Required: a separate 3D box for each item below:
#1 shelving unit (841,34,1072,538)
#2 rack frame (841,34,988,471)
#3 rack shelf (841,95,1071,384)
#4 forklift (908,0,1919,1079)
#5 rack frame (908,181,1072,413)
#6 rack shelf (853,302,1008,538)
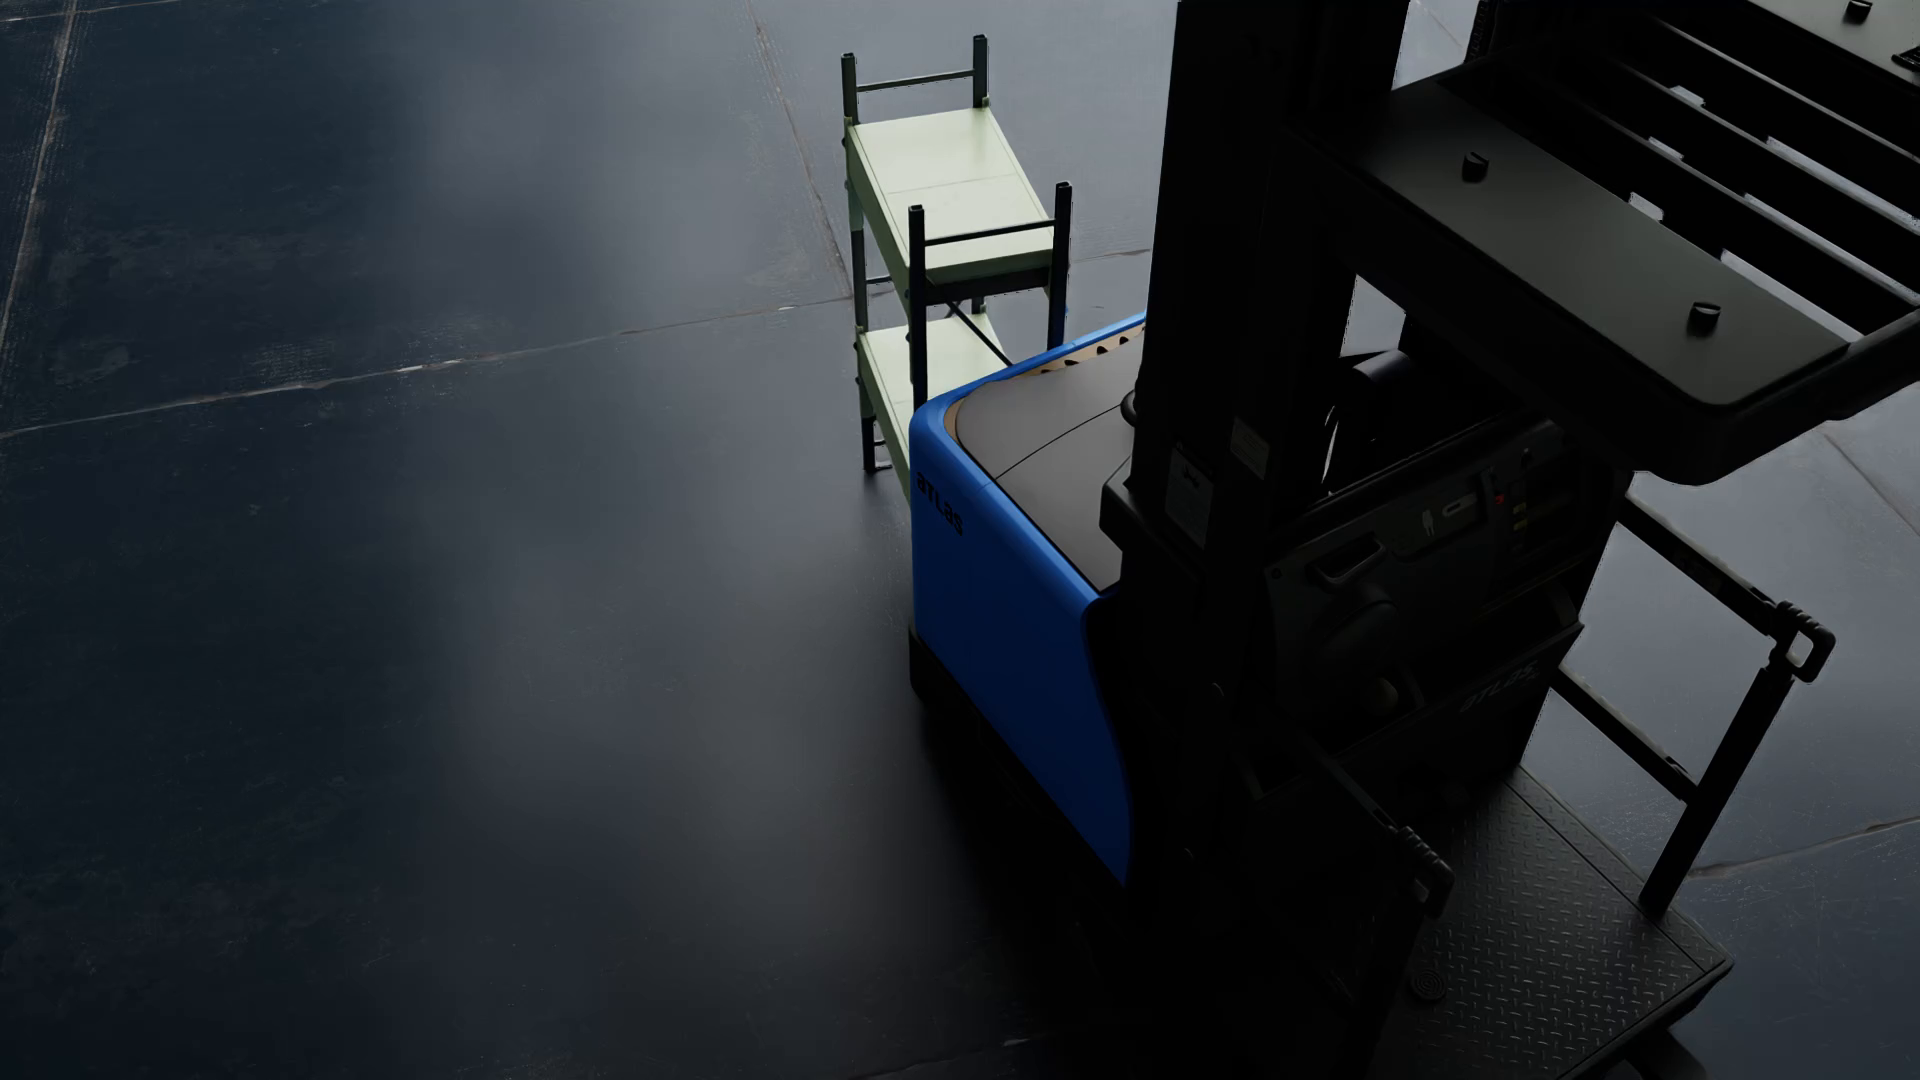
[{"bbox_3d":[-0.024,-0.545,4.734,0.431,1.500,0.755,-11,47,-11],"label":"shelving unit"},{"bbox_3d":[-0.121,-0.797,4.981,0.400,1.500,0.023,-11,47,-11],"label":"rack frame"},{"bbox_3d":[-0.024,-0.818,4.455,0.431,0.370,0.720,-11,47,-11],"label":"rack shelf"},{"bbox_3d":[1.069,0.108,3.092,1.130,2.935,3.031,-24,50,-22],"label":"forklift"},{"bbox_3d":[0.073,-0.293,4.487,0.400,1.500,0.023,-11,47,-11],"label":"rack frame"},{"bbox_3d":[-0.024,-0.316,4.967,0.431,0.370,0.720,-11,47,-11],"label":"rack shelf"}]
